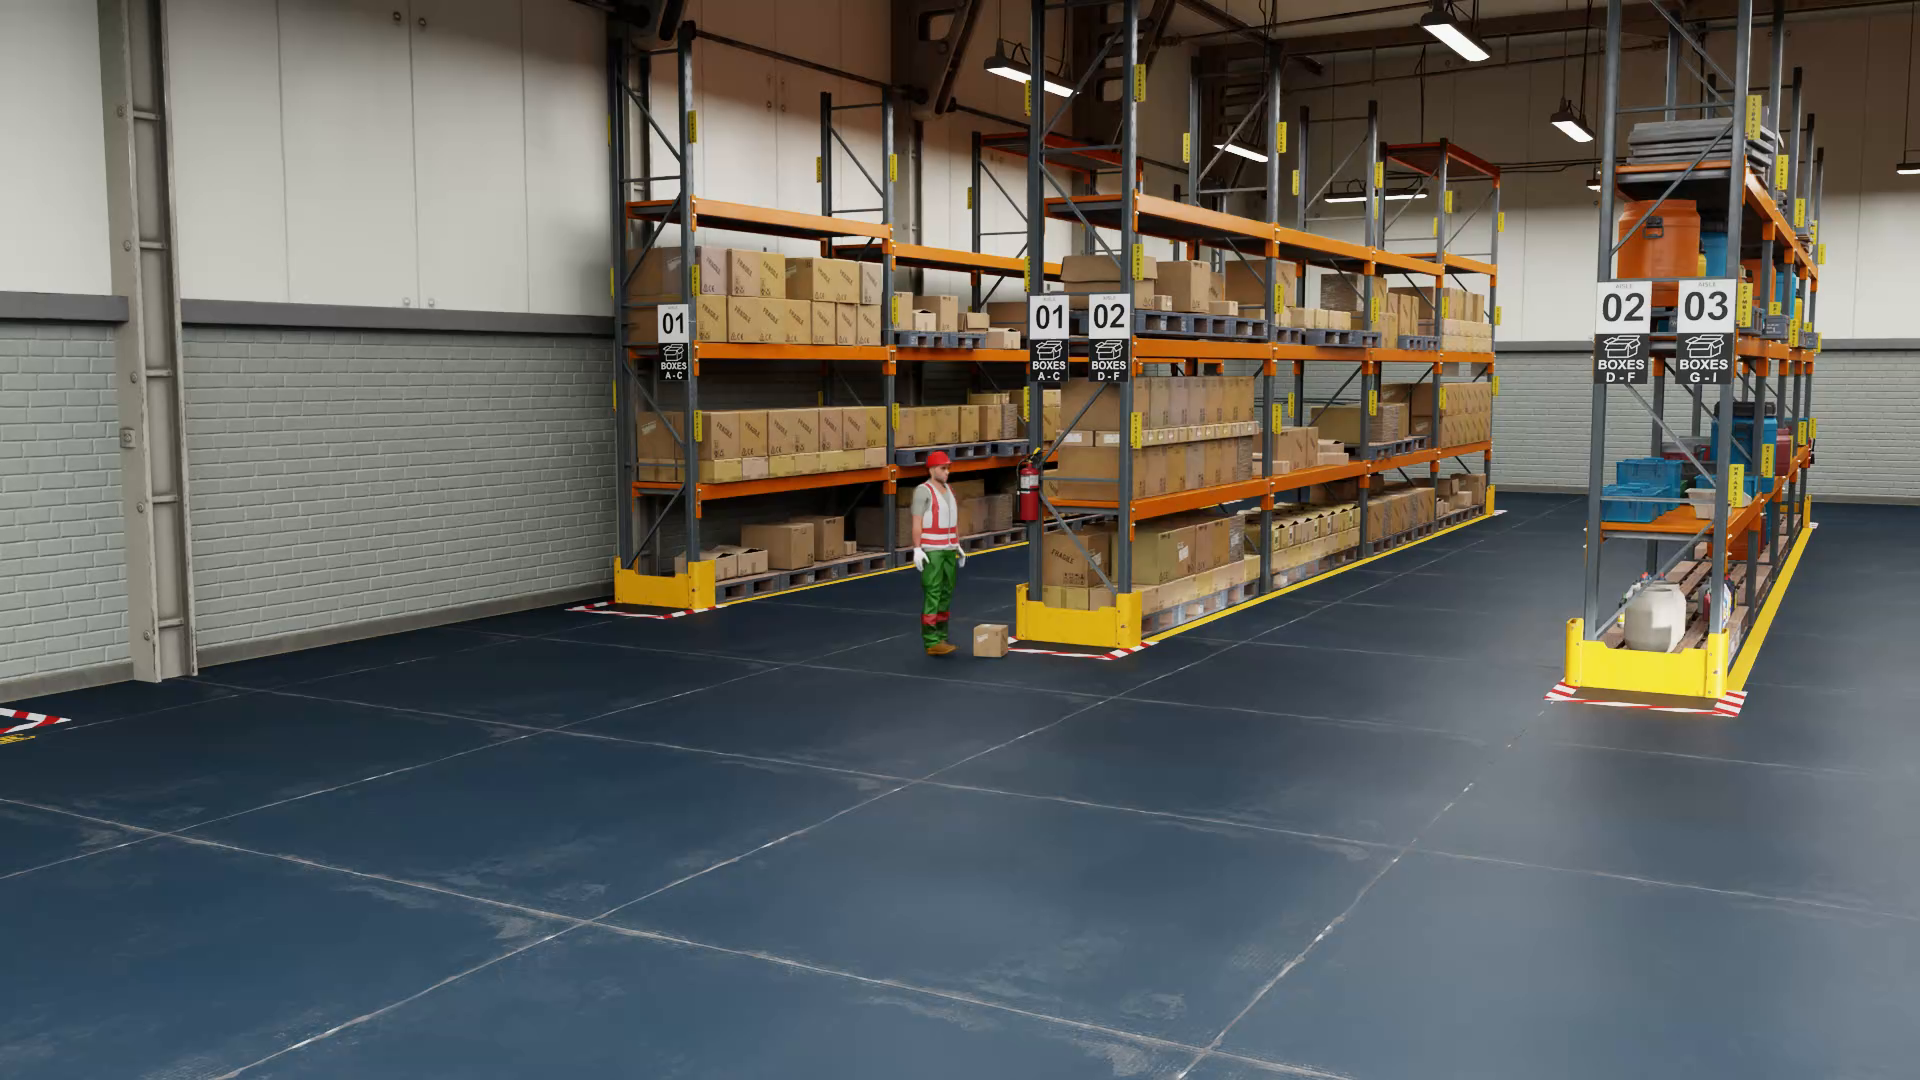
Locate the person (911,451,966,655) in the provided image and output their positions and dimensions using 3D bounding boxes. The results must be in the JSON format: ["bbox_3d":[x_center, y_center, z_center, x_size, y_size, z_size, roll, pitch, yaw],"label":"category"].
[{"bbox_3d":[-0.138,0.110,14.803,0.489,1.798,0.568,5,7,38],"label":"person"}]
